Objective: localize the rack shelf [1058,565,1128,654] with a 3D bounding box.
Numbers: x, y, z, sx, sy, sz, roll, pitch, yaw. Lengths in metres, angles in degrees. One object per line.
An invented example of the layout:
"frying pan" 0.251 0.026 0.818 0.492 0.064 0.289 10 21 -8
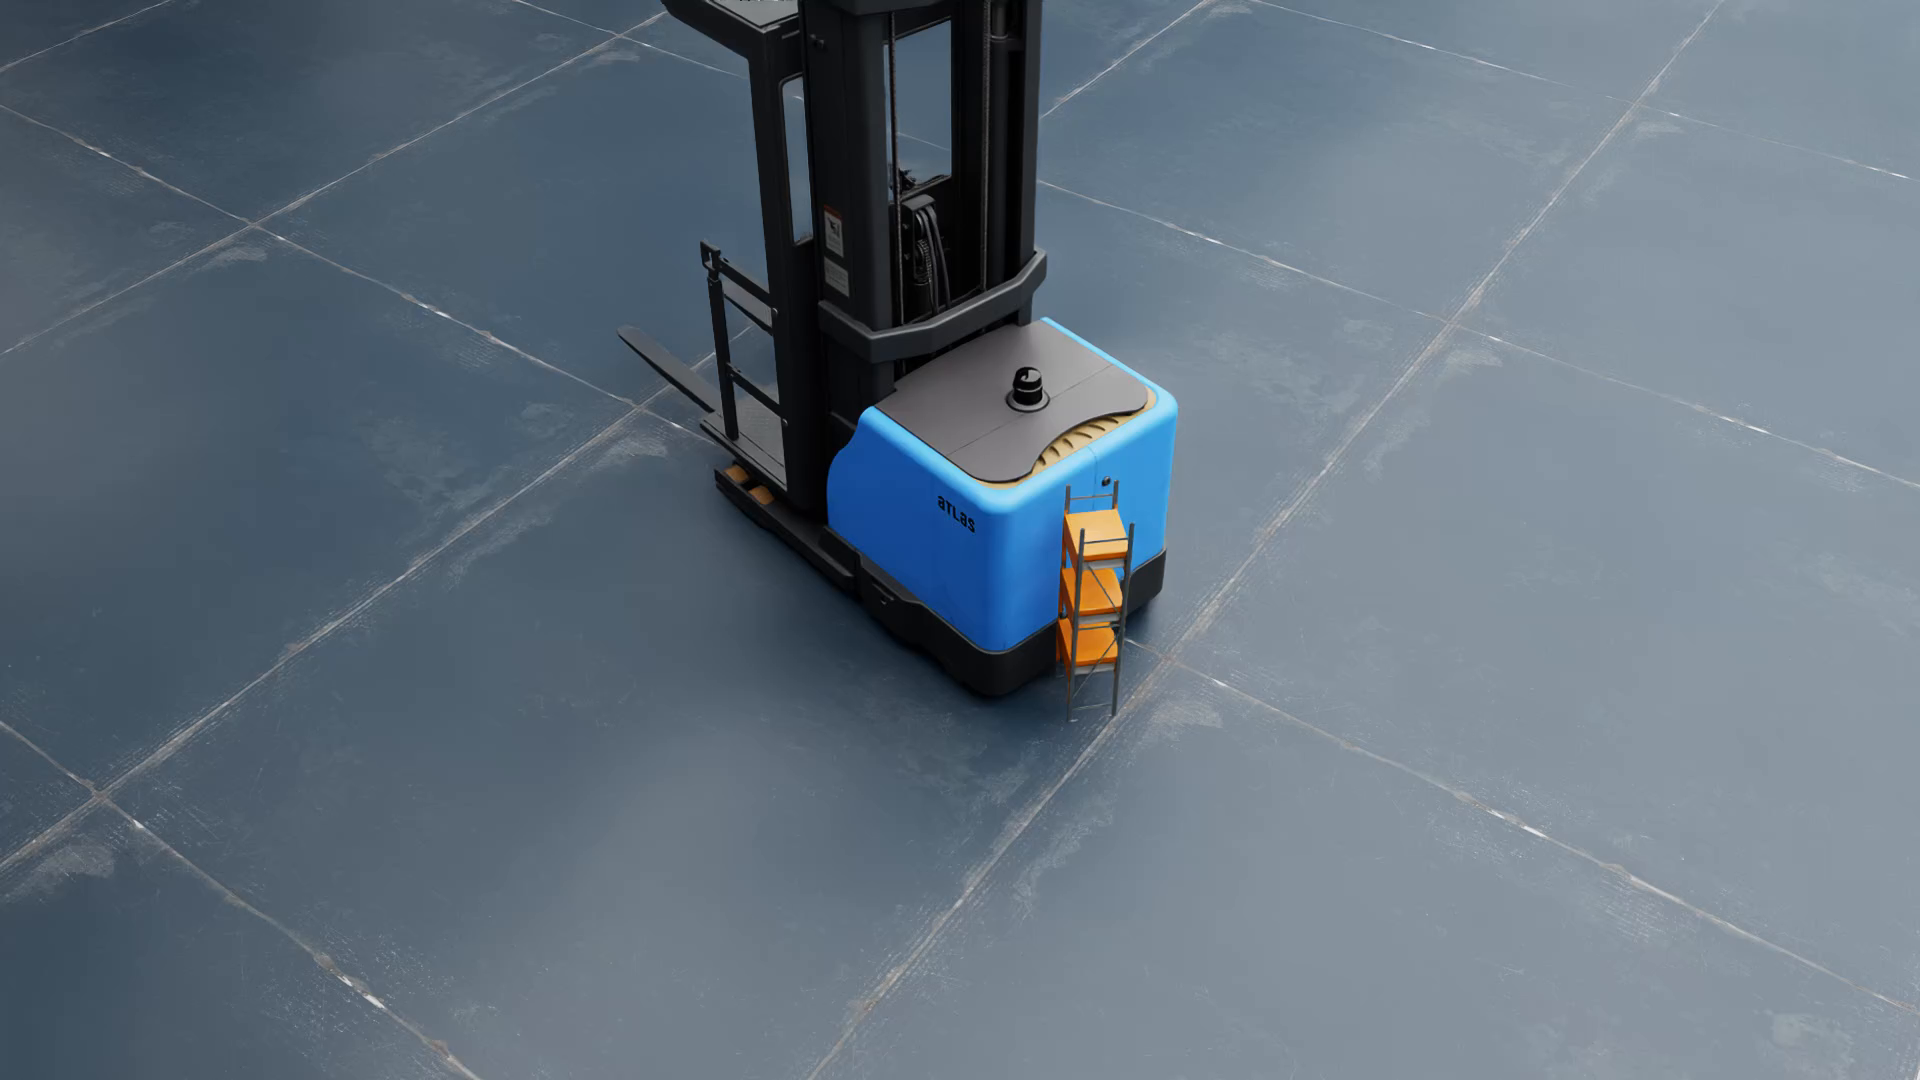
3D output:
"rack shelf" 0.510 0.261 6.432 0.215 0.259 0.240 -6 43 -7

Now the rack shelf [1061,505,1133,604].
"rack shelf" 0.511 0.053 6.240 0.215 0.259 0.240 -6 43 -7

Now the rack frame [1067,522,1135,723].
"rack frame" 0.529 0.335 6.336 0.200 1.050 0.008 -6 43 -7

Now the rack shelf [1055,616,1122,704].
"rack shelf" 0.509 0.465 6.620 0.215 0.259 0.240 -6 43 -7

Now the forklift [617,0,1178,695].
"forklift" -0.476 -1.373 6.834 1.130 2.935 3.031 -30 50 -29

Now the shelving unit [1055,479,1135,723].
"shelving unit" 0.510 0.253 6.425 0.215 1.050 0.252 -6 43 -7

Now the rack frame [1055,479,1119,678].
"rack frame" 0.490 0.172 6.513 0.200 1.050 0.008 -6 43 -7
